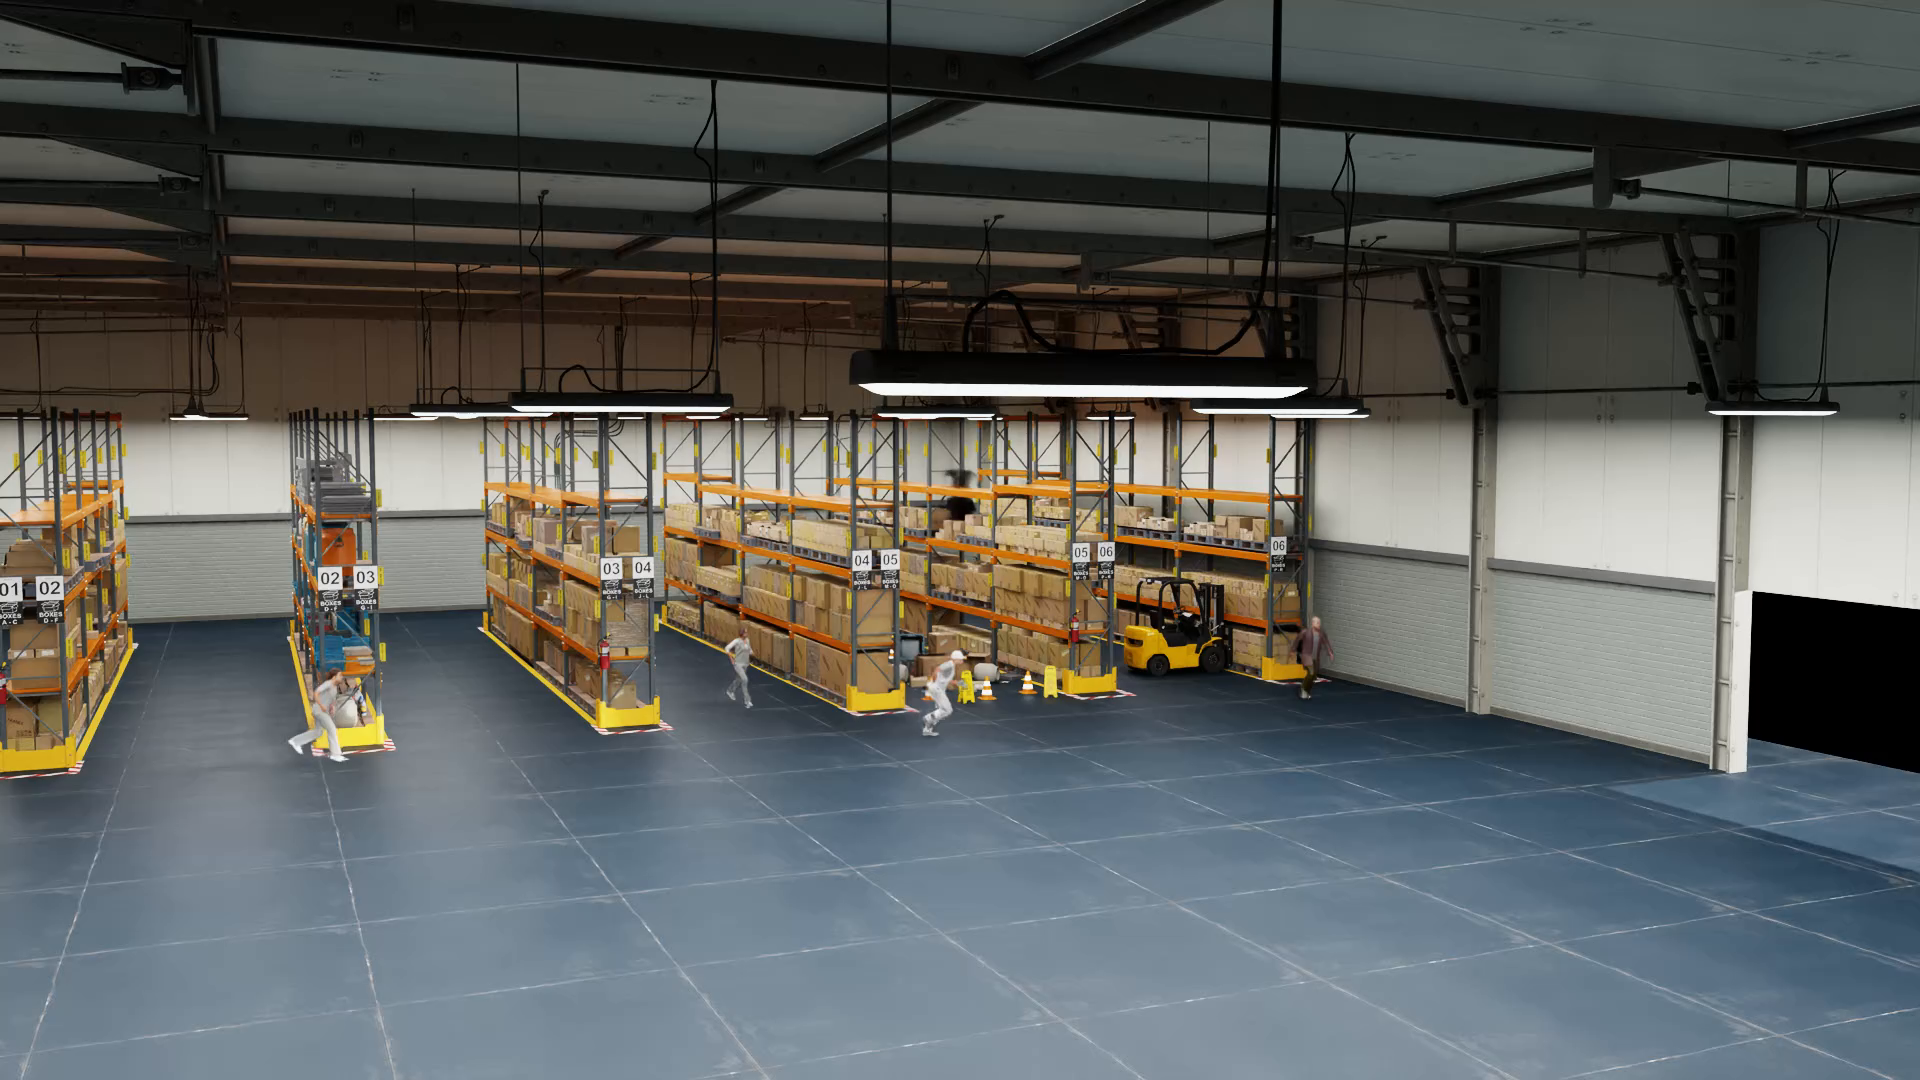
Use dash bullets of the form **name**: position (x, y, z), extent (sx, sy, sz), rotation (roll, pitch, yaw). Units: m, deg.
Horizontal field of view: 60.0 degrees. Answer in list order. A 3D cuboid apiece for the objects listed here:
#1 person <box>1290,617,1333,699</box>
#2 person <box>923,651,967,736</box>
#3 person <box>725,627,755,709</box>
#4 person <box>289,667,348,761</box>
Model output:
- **person**: position (7.285, 2.439, 34.311), extent (0.685, 1.728, 0.871), rotation (-2, 4, -21)
- **person**: position (-0.288, 2.806, 30.318), extent (0.810, 1.590, 0.697), rotation (1, 4, 10)
- **person**: position (-4.479, 2.570, 33.666), extent (0.869, 1.606, 0.571), rotation (3, 5, 37)
- **person**: position (-10.900, 2.978, 28.170), extent (0.974, 1.606, 0.584), rotation (0, 4, 2)
